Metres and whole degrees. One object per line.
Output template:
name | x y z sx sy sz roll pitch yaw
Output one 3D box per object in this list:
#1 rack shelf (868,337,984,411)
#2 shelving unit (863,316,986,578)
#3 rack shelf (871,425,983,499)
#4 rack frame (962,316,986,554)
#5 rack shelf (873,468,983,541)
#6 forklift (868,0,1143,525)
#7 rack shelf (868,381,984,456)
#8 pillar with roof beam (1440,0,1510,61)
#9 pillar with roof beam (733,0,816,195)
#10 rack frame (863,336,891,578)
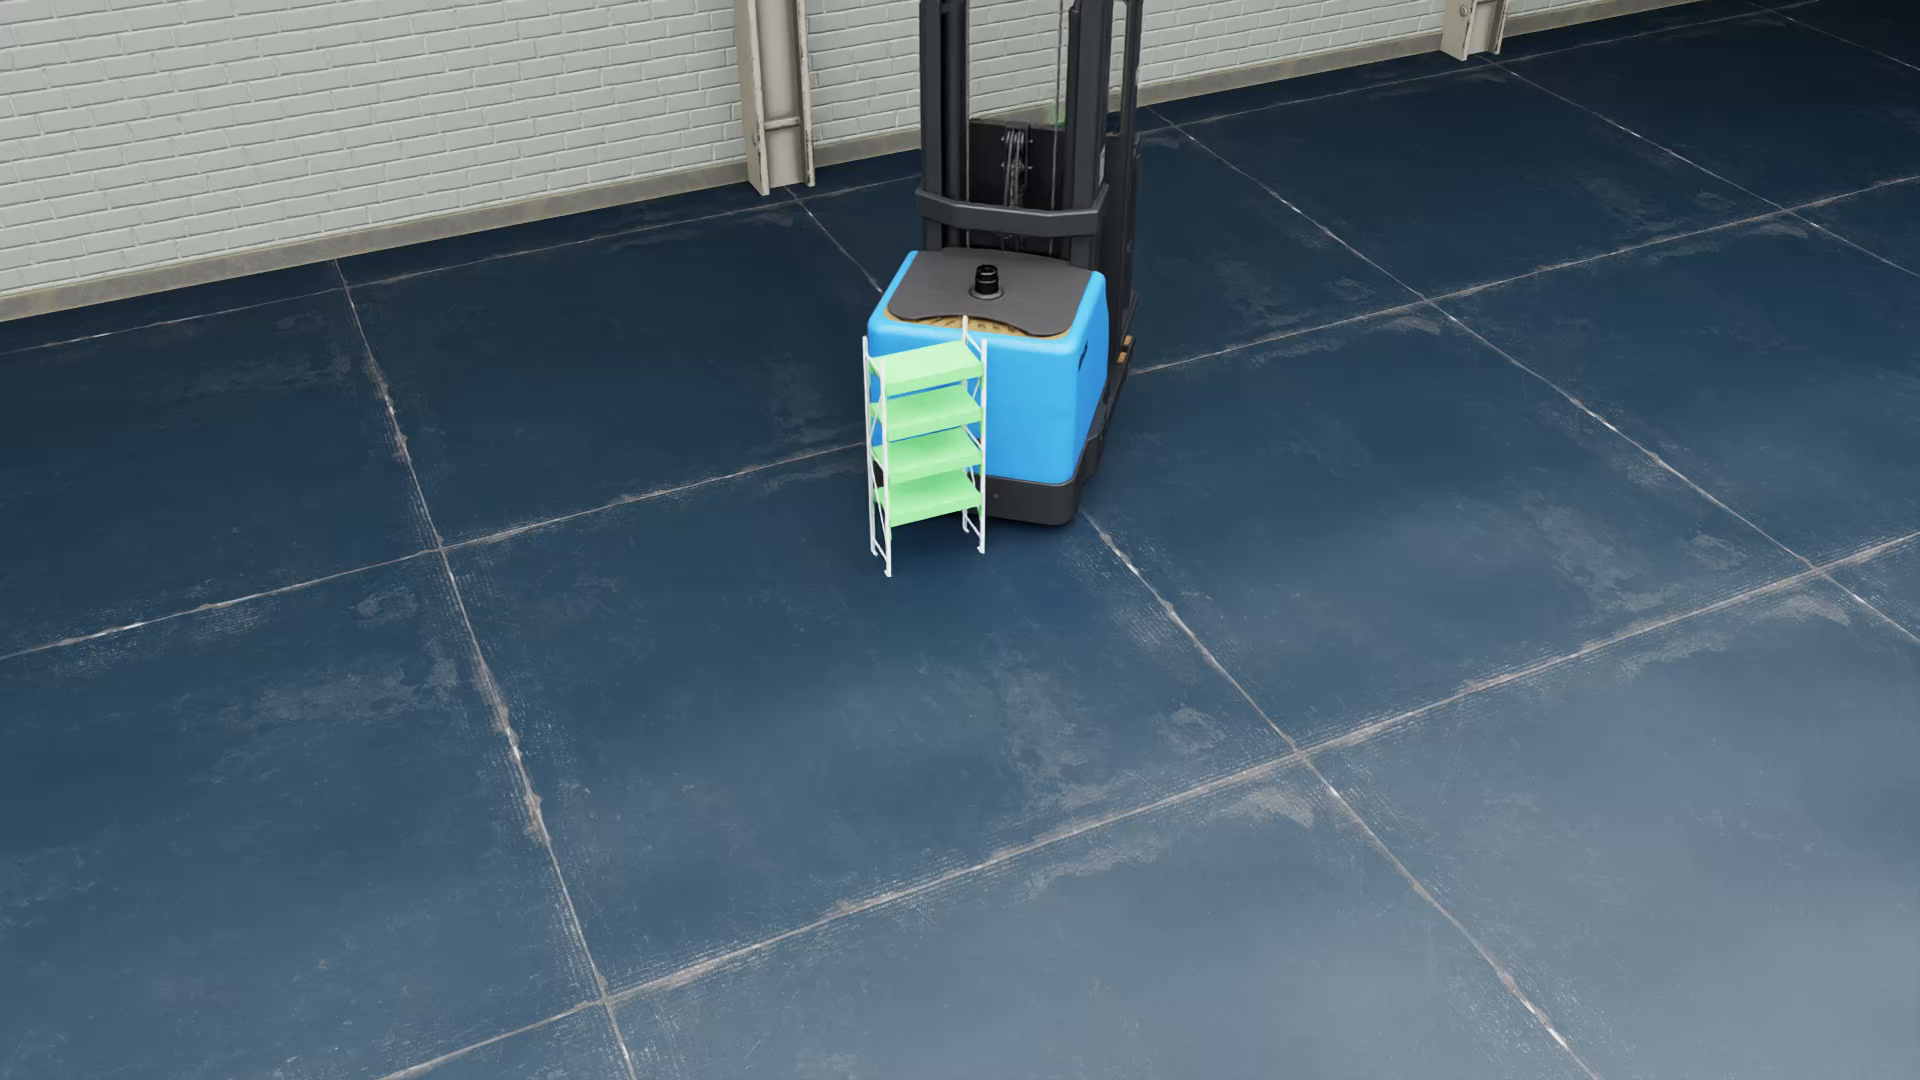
rack shelf | -0.159 -0.757 7.565 0.480 0.148 0.258 -14 39 -18
shelving unit | -0.159 -0.423 7.813 0.503 1.200 0.258 -14 39 -18
rack shelf | -0.159 -0.372 7.851 0.480 0.148 0.258 -14 39 -18
rack frame | 0.066 -0.479 7.889 0.015 1.200 0.240 -14 39 -18
rack shelf | -0.159 -0.179 7.994 0.480 0.148 0.258 -14 39 -18
forklift | 0.398 -2.129 8.661 1.130 2.935 3.031 8 37 11
rack shelf | -0.159 -0.564 7.708 0.480 0.148 0.258 -14 39 -18
pillar with roof beam | 6.012 -5.315 7.862 0.400 9.000 9.100 -16 39 -20
pillar with roof beam | 0.580 -3.796 5.815 0.400 9.000 9.100 -16 39 -20
rack frame | -0.384 -0.367 7.737 0.015 1.200 0.240 -14 39 -18
